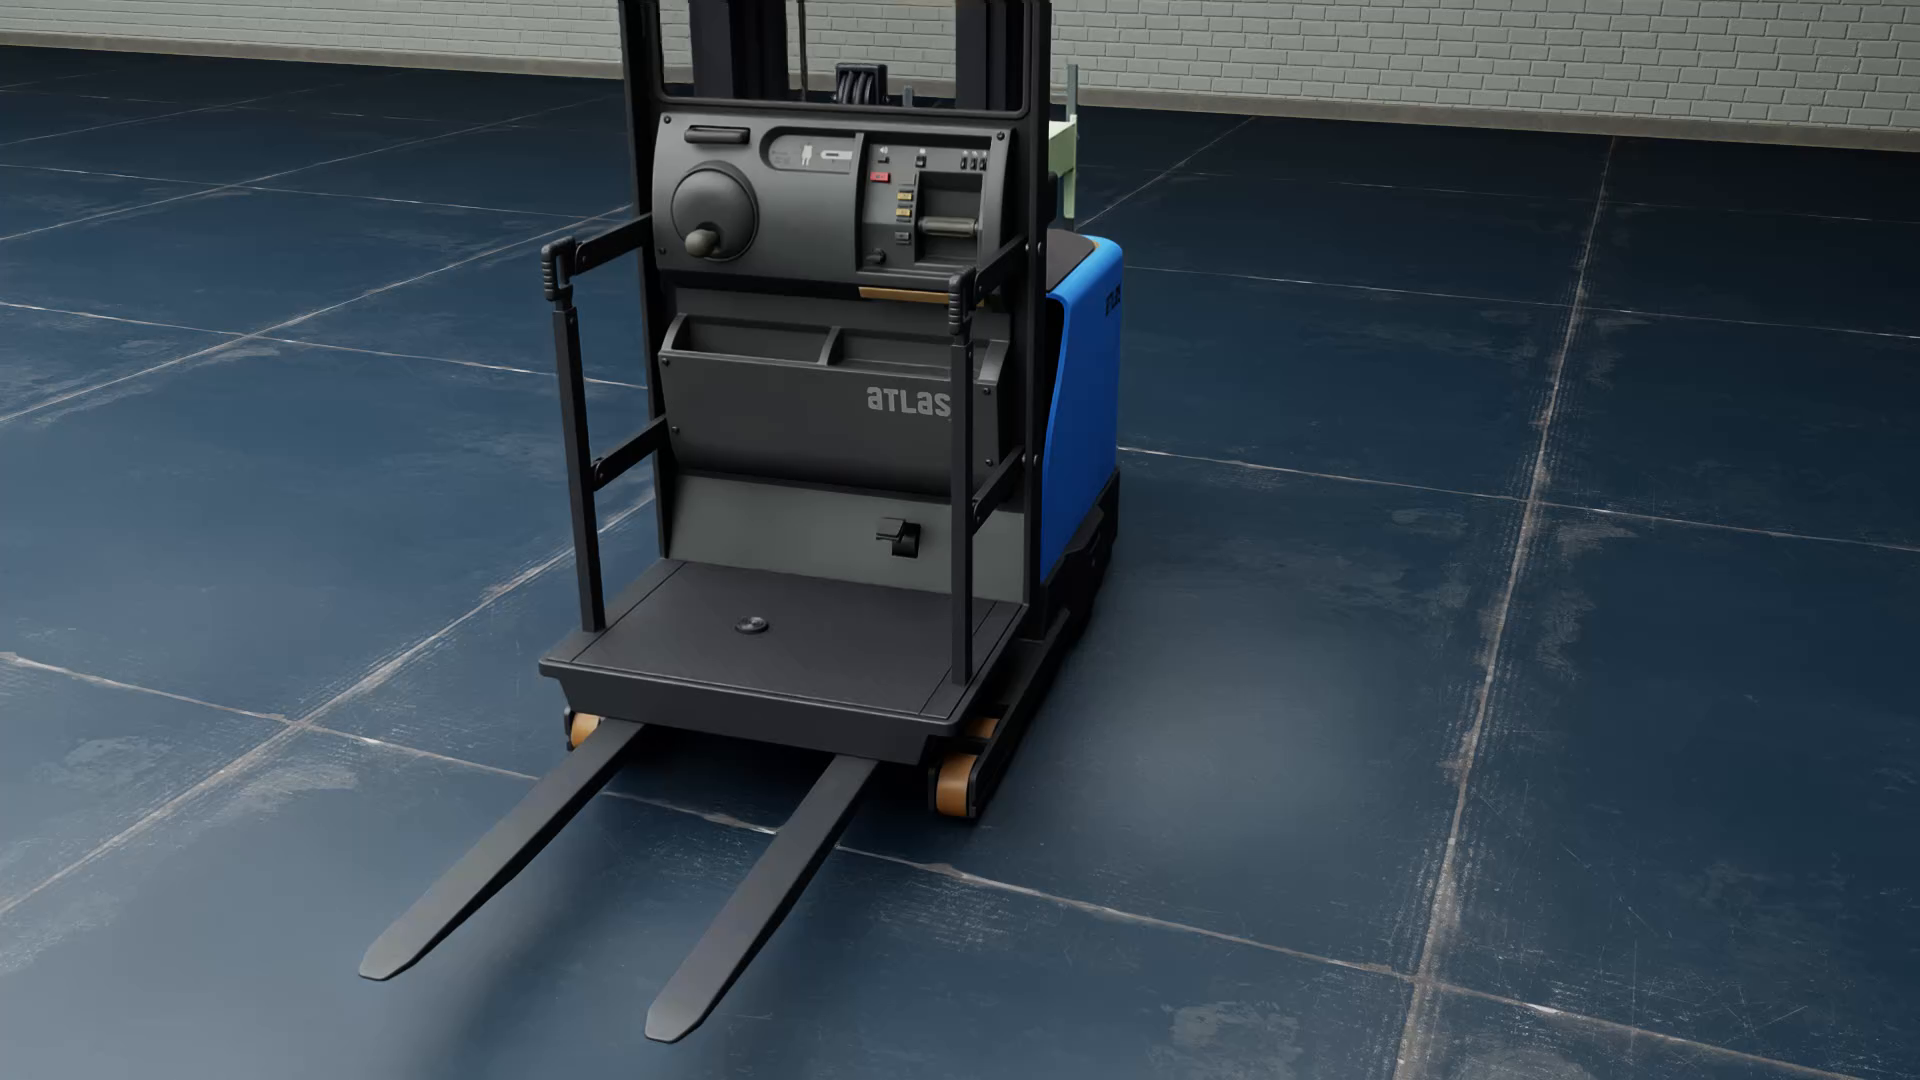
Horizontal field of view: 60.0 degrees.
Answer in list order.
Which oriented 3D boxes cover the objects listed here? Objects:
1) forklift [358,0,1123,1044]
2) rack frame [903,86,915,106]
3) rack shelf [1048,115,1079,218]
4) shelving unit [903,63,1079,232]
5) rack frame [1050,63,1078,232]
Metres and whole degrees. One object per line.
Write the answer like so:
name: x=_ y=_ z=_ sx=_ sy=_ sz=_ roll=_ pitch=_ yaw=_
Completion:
forklift: x=-0.391 y=-0.835 z=3.947 sx=1.130 sy=2.935 sz=3.031 roll=7 pitch=24 yaw=16
rack frame: x=0.011 y=-0.751 z=5.602 sx=0.400 sy=1.500 sz=0.023 roll=7 pitch=24 yaw=16
rack shelf: x=0.119 y=-1.246 z=5.774 sx=0.431 sy=0.370 sz=0.720 roll=7 pitch=24 yaw=16
shelving unit: x=0.119 y=-0.886 z=5.924 sx=0.431 sy=1.500 sz=0.755 roll=7 pitch=24 yaw=16
rack frame: x=0.226 y=-1.021 z=6.247 sx=0.400 sy=1.500 sz=0.023 roll=7 pitch=24 yaw=16
